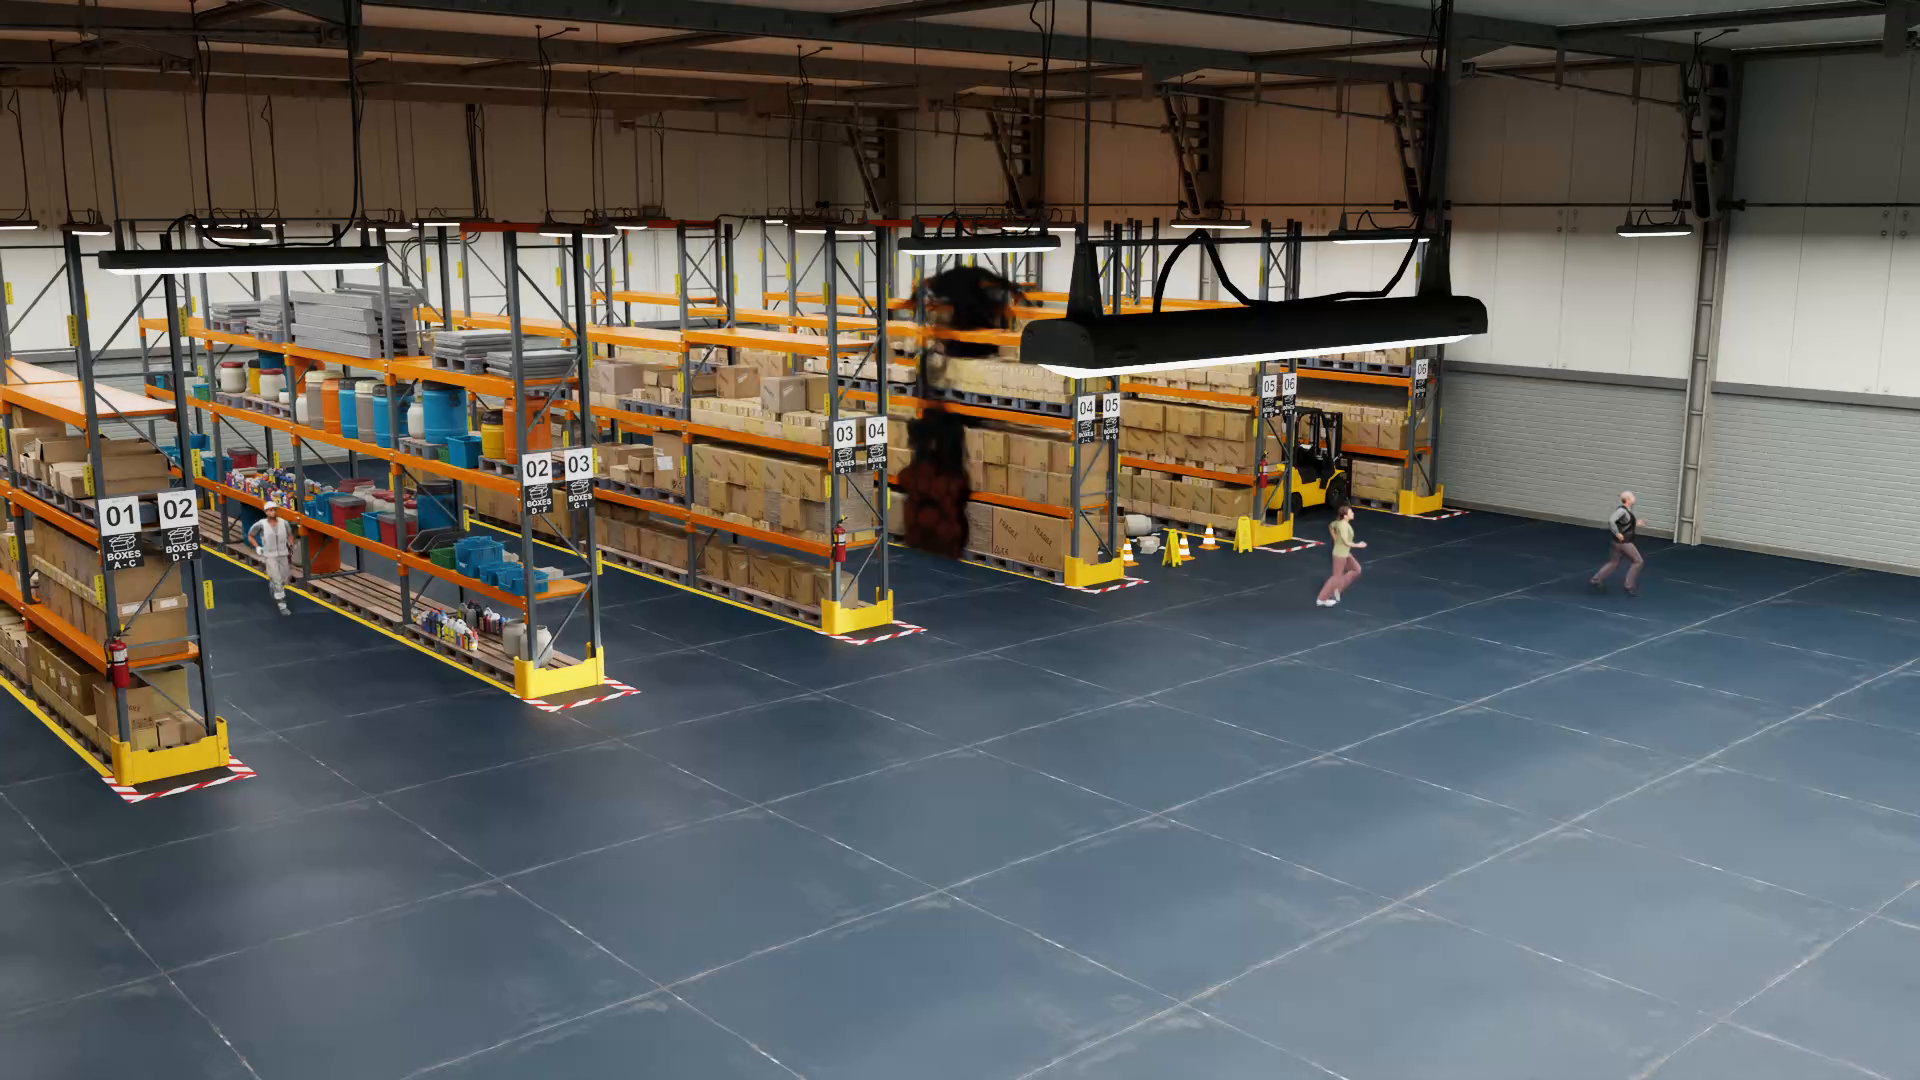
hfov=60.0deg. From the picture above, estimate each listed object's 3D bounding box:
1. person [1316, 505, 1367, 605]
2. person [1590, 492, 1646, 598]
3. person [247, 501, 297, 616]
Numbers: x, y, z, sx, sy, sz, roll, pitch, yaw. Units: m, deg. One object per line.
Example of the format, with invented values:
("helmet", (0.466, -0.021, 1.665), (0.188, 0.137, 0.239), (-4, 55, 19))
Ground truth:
("person", (6.092, 0.236, 26.493), (0.745, 1.616, 0.592), (3, 12, 13))
("person", (10.791, 0.074, 27.257), (0.795, 1.770, 0.635), (3, 12, 15))
("person", (-10.766, 0.271, 26.113), (0.655, 1.777, 0.811), (-10, 15, -42))
